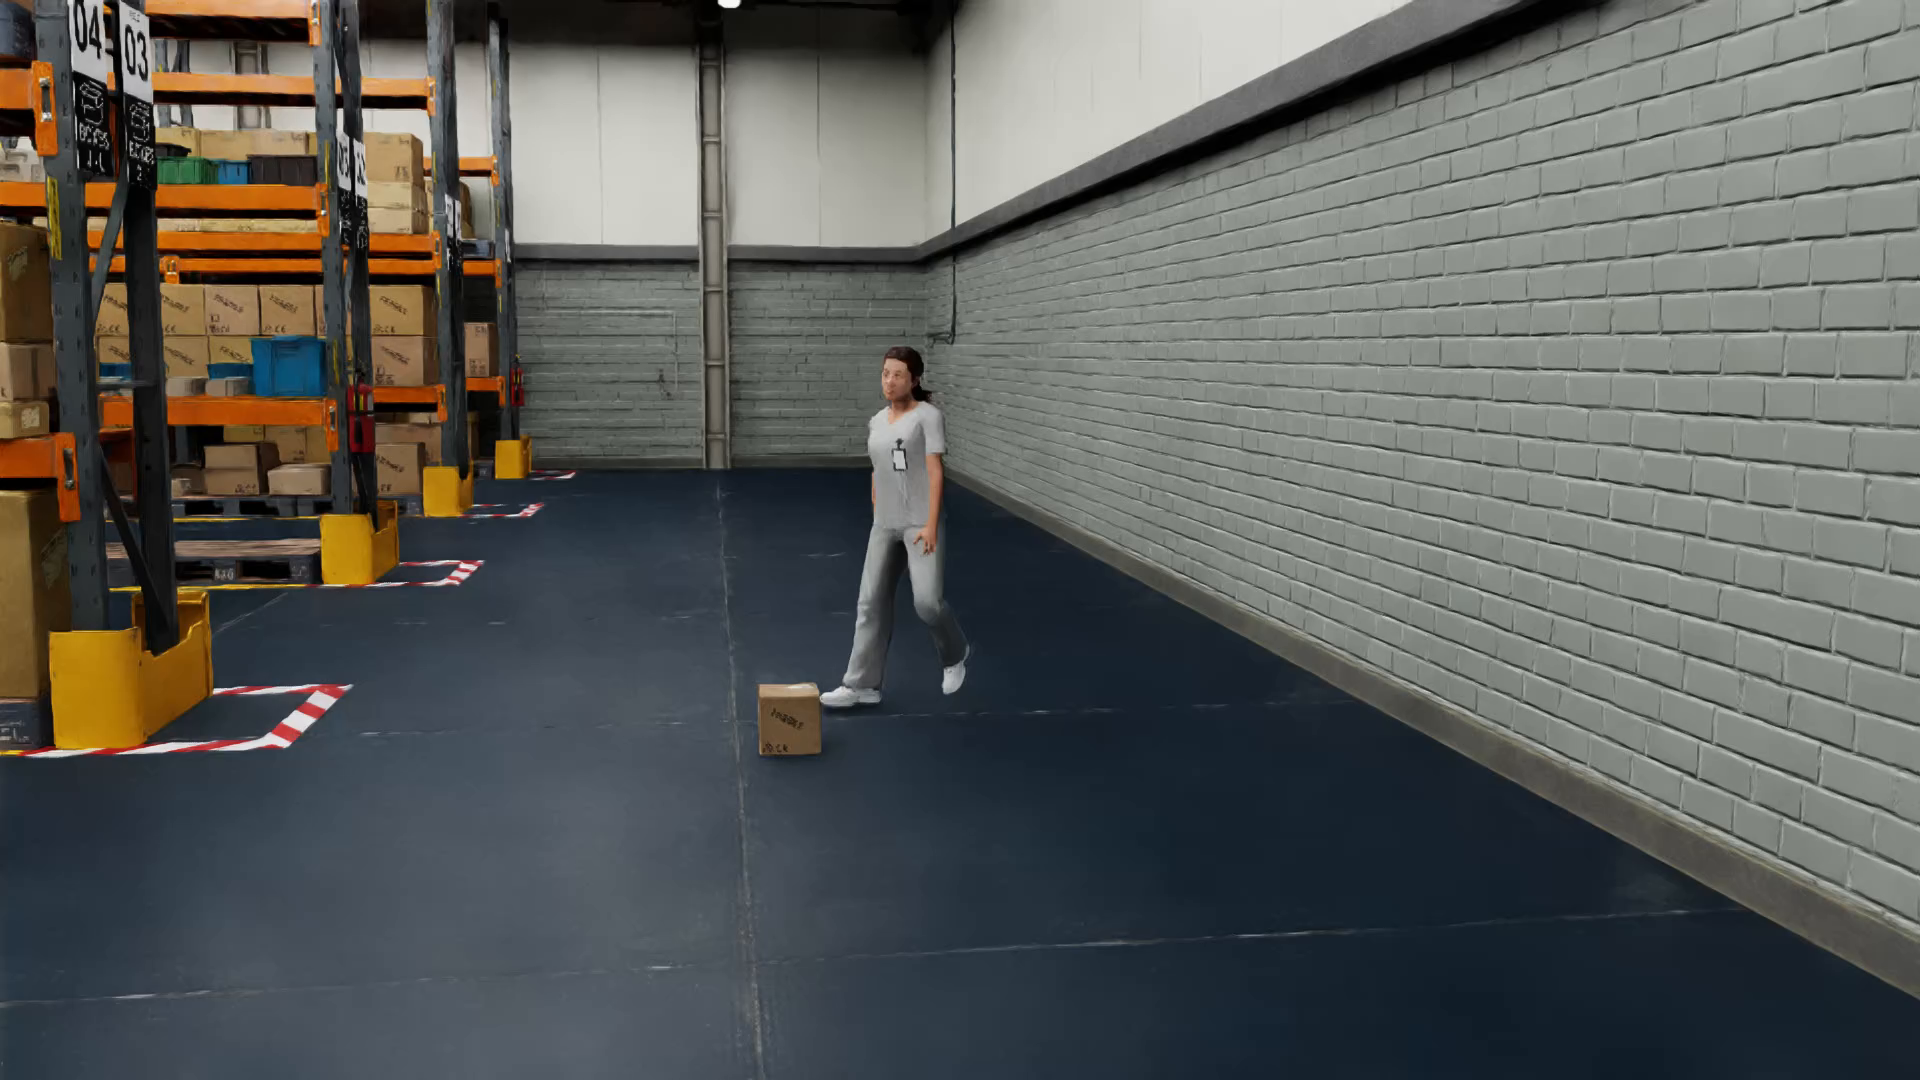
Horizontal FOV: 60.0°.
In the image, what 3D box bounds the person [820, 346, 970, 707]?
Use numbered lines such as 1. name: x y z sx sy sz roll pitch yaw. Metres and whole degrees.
1. person: -0.253 -0.055 7.689 0.598 1.656 0.599 5 8 35
